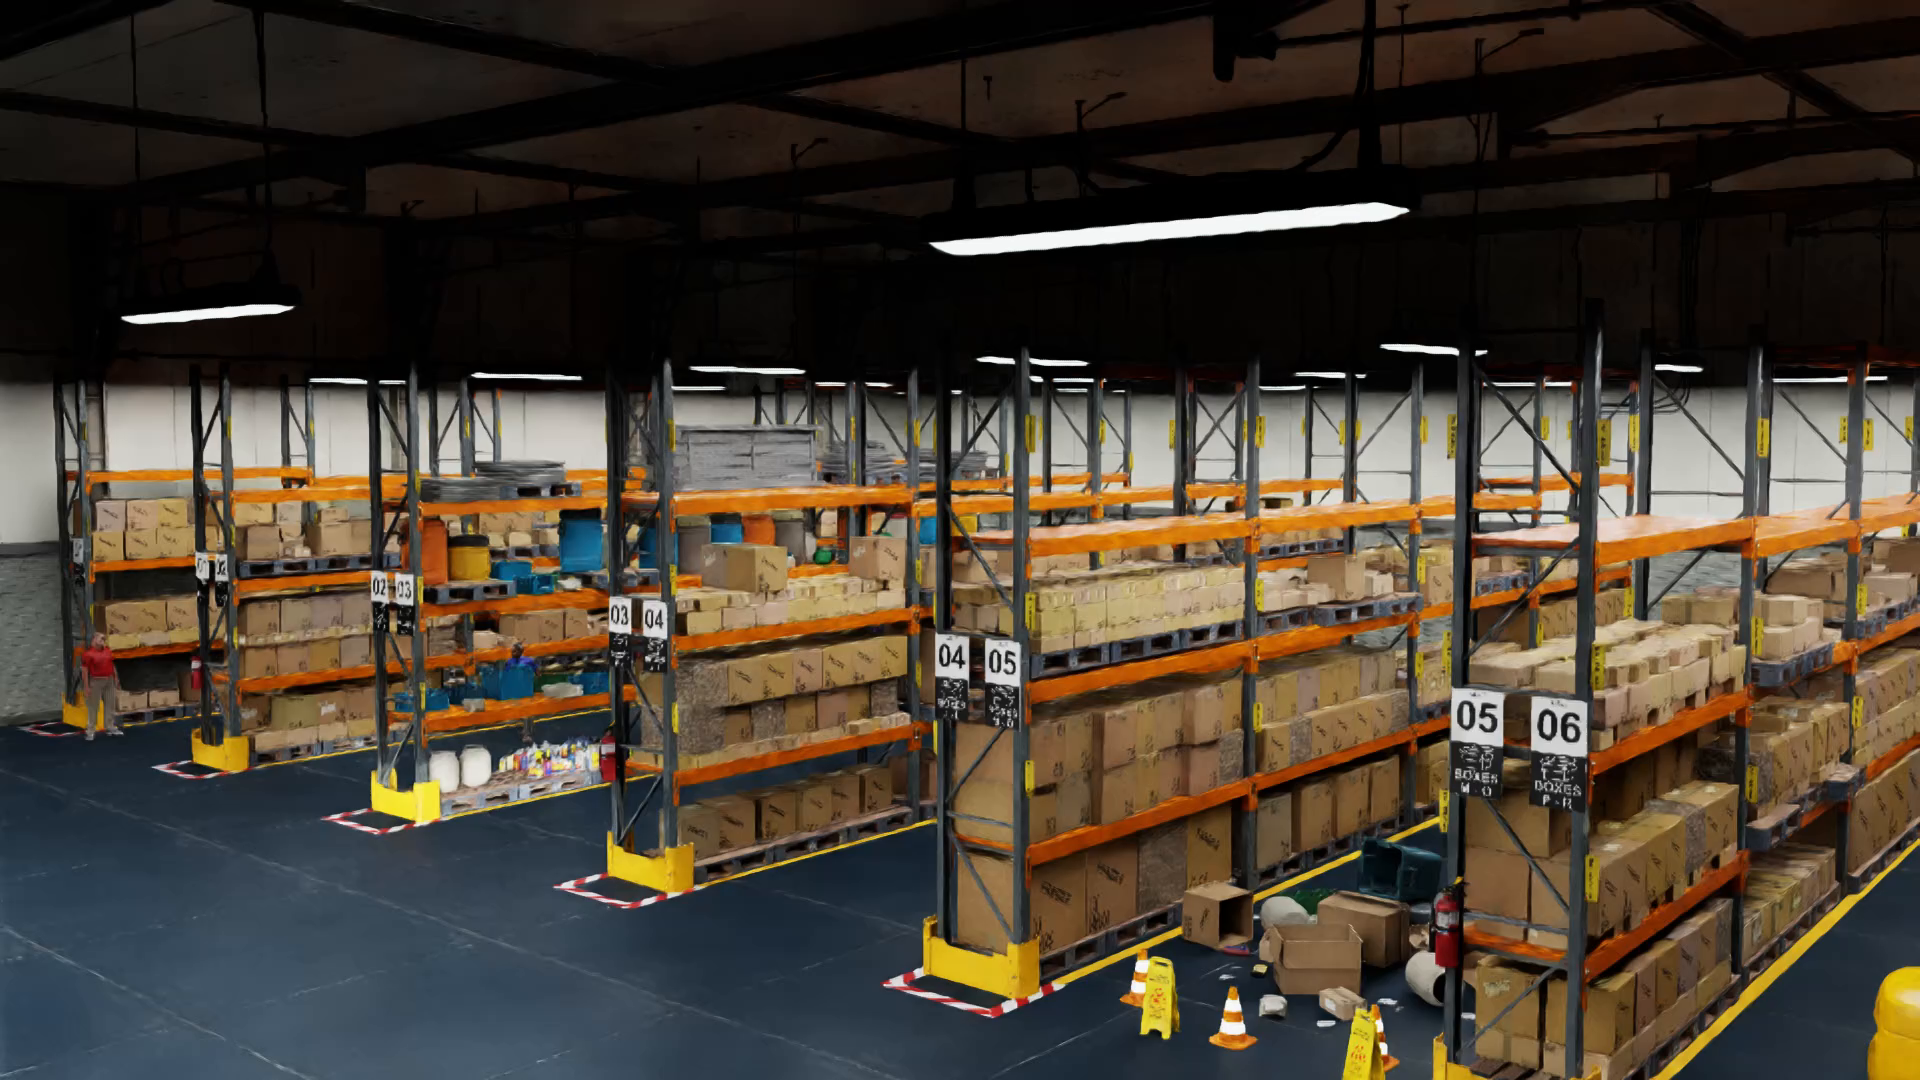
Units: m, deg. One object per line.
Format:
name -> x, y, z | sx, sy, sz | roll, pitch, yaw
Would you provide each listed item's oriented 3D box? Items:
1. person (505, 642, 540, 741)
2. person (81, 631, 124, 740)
person -> -7.048, 2.427, 26.931 | 0.621, 1.577, 0.822 | 2, 4, 23
person -> -13.906, 2.339, 26.953 | 0.403, 1.732, 0.661 | 2, 4, 22
